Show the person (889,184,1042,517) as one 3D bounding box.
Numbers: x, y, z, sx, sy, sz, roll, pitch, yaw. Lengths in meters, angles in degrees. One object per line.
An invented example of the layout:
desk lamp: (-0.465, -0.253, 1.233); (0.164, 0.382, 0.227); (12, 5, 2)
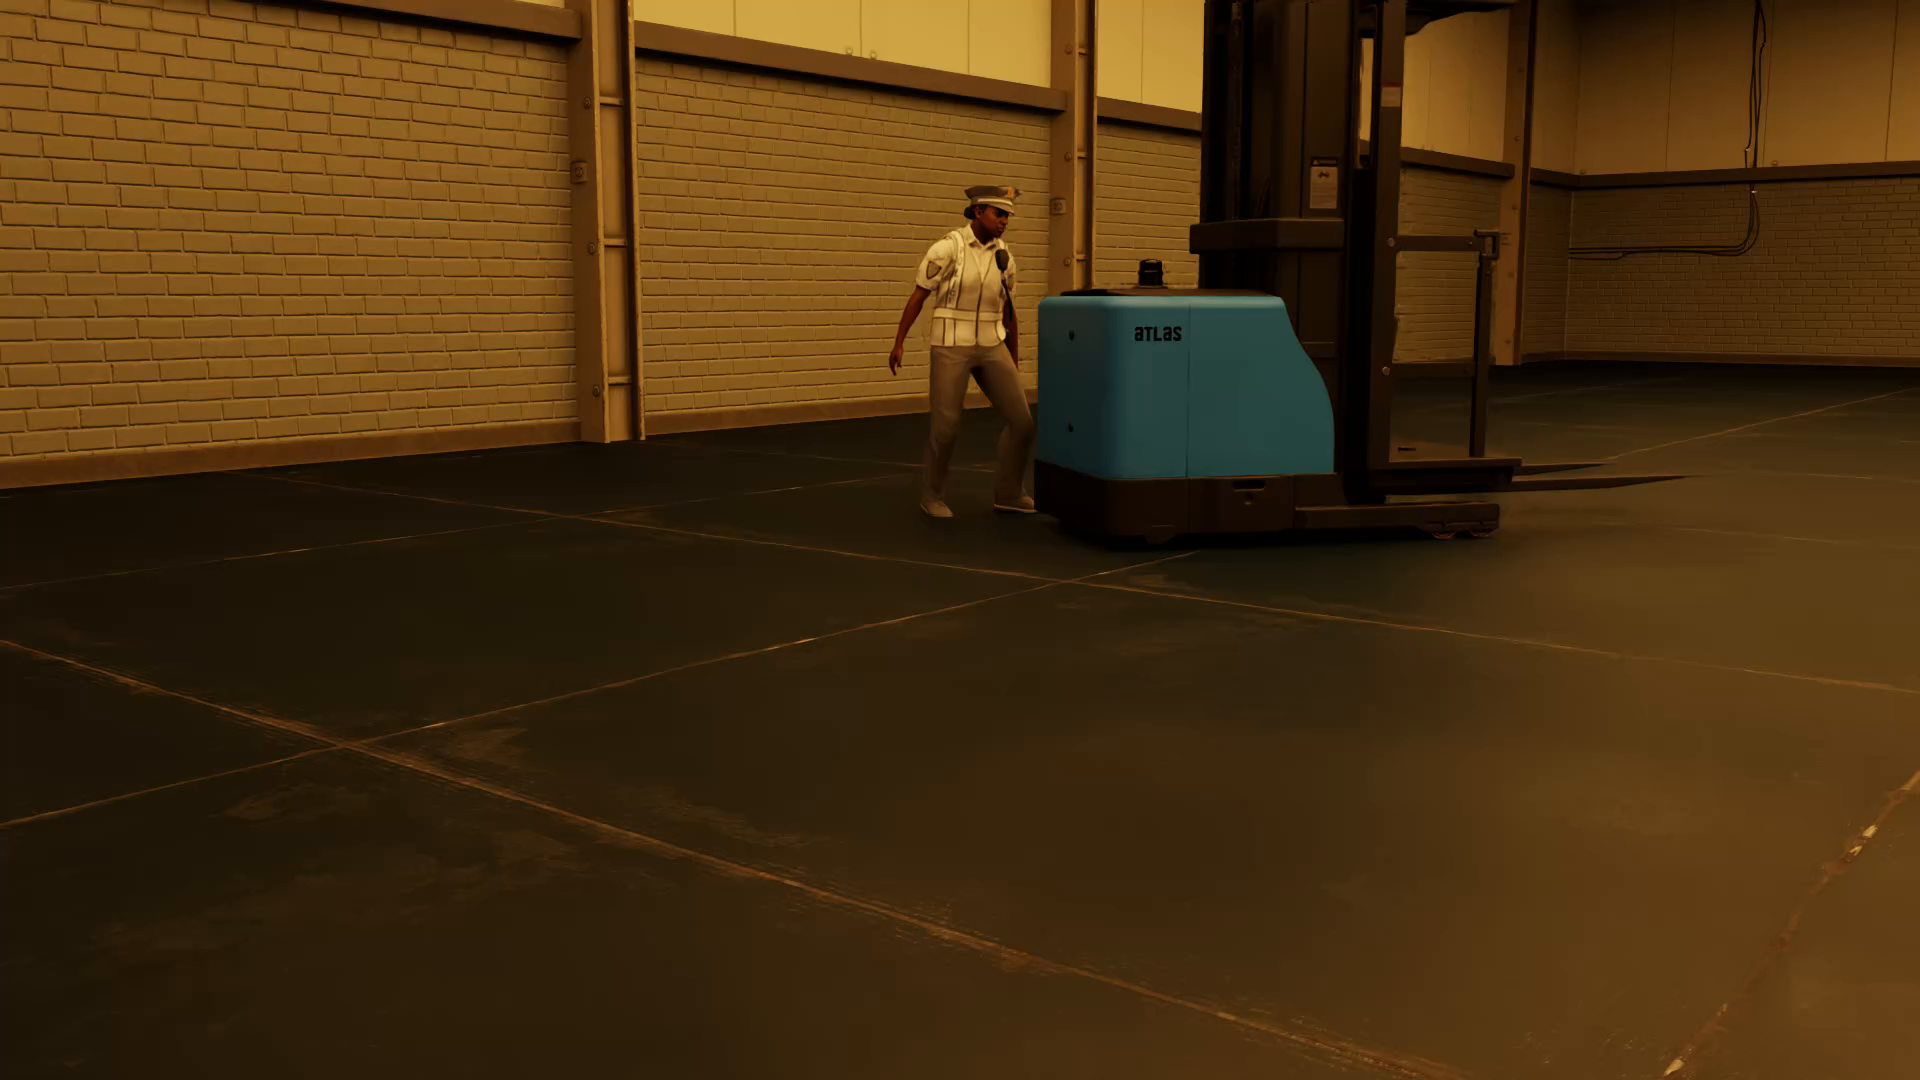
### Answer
person: (0.052, -0.905, 8.170); (0.812, 1.638, 0.436); (-3, 9, -20)

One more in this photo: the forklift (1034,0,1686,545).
forklift: (1.927, -1.523, 7.689); (3.031, 2.935, 1.130); (-2, 9, -15)
